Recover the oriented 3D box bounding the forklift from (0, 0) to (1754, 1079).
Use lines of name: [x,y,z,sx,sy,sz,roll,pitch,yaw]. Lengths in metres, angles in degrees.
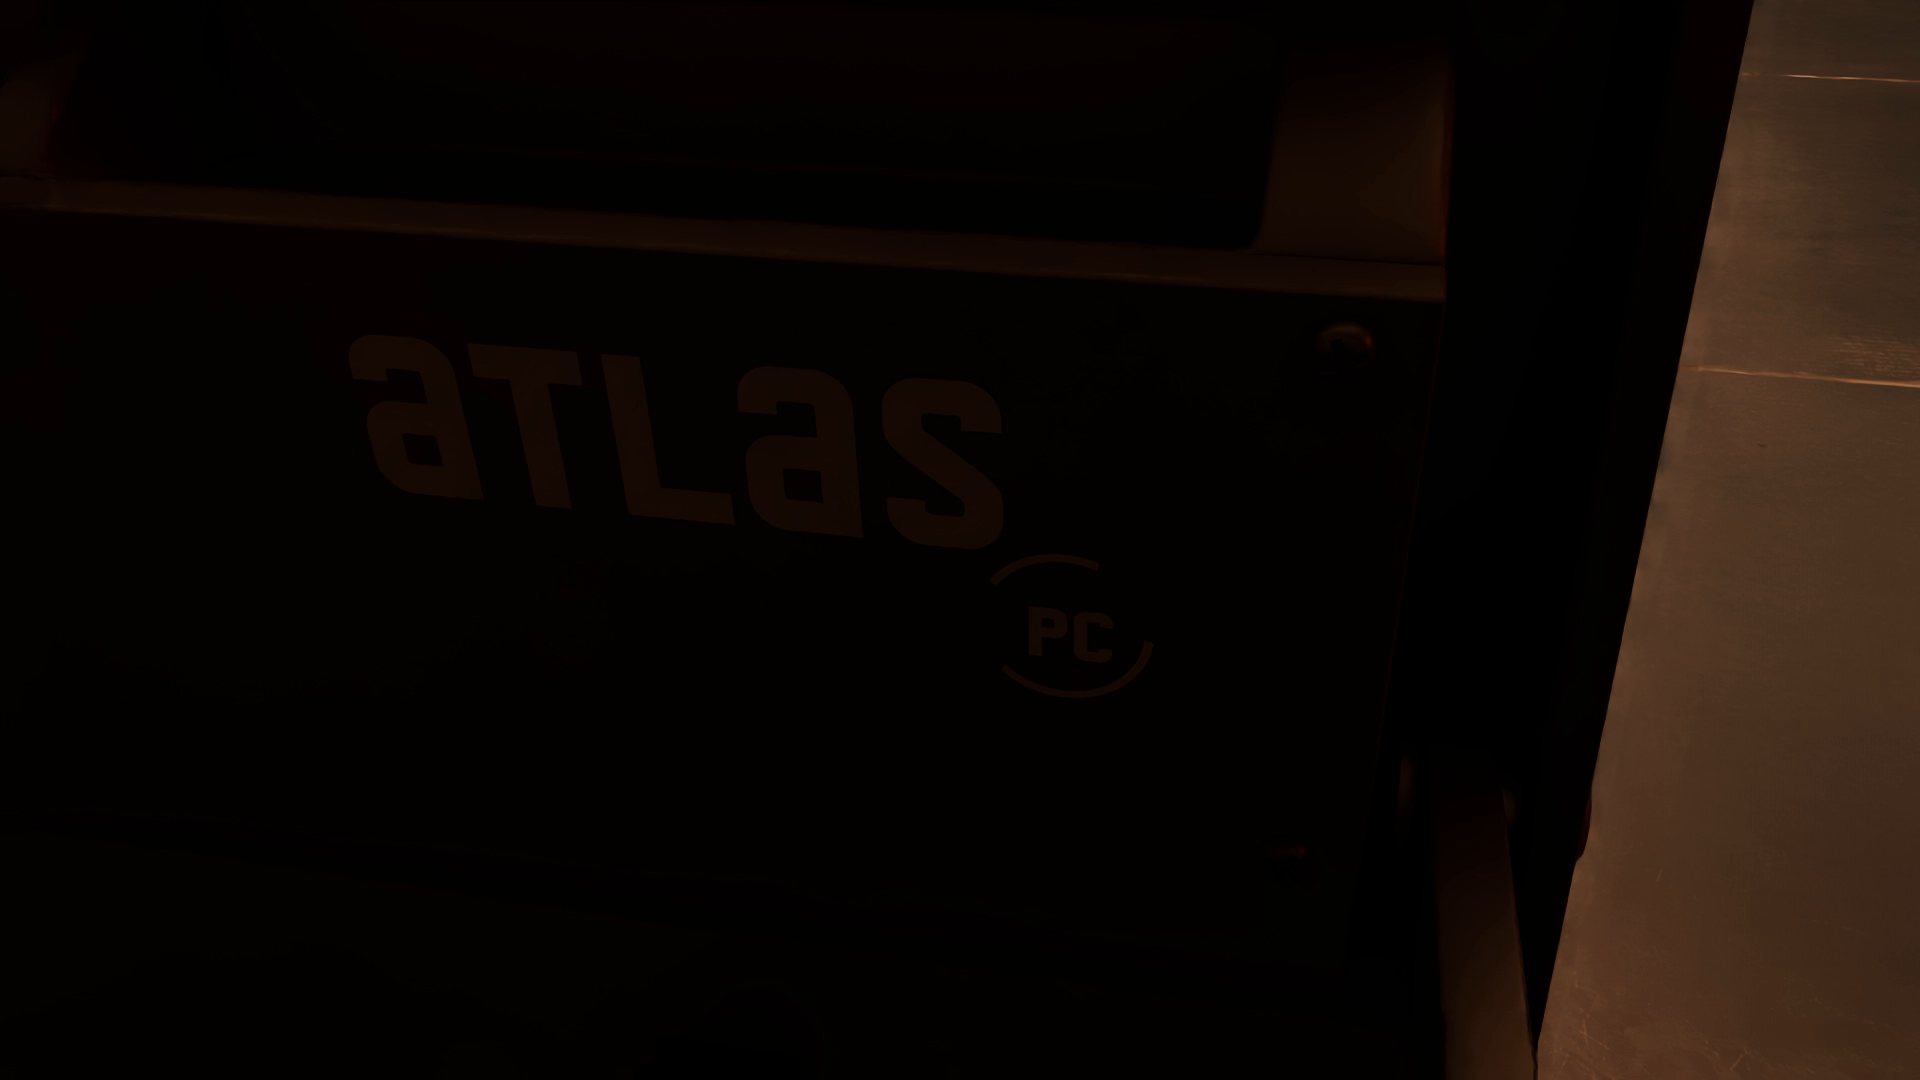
forklift: [-0.347,-0.485,0.207,1.130,2.935,3.031,6,27,11]
